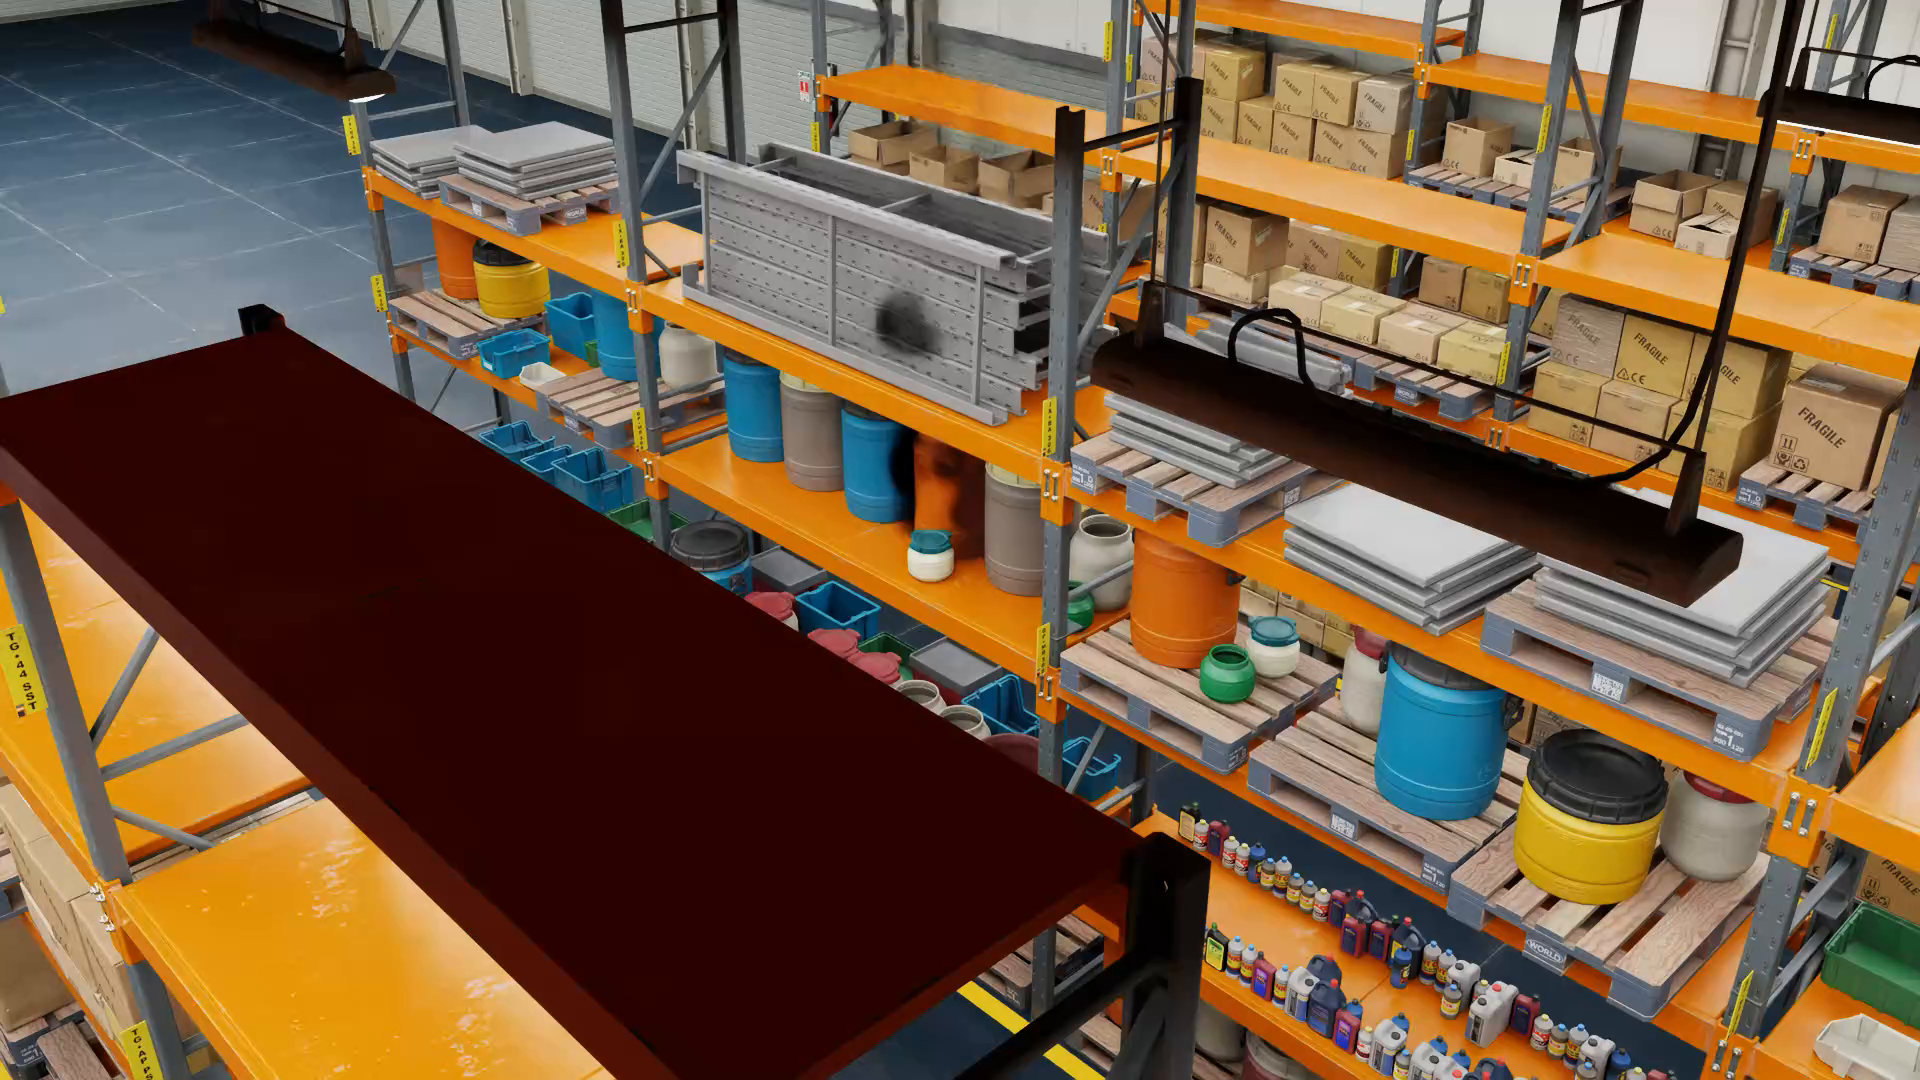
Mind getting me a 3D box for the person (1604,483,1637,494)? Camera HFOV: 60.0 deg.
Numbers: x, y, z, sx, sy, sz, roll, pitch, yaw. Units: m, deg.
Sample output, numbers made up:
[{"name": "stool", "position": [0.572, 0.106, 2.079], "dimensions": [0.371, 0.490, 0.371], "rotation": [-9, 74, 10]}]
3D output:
[{"name": "person", "position": [6.012, -0.158, 15.383], "dimensions": [0.580, 1.662, 0.576], "rotation": [23, 36, 36]}]
